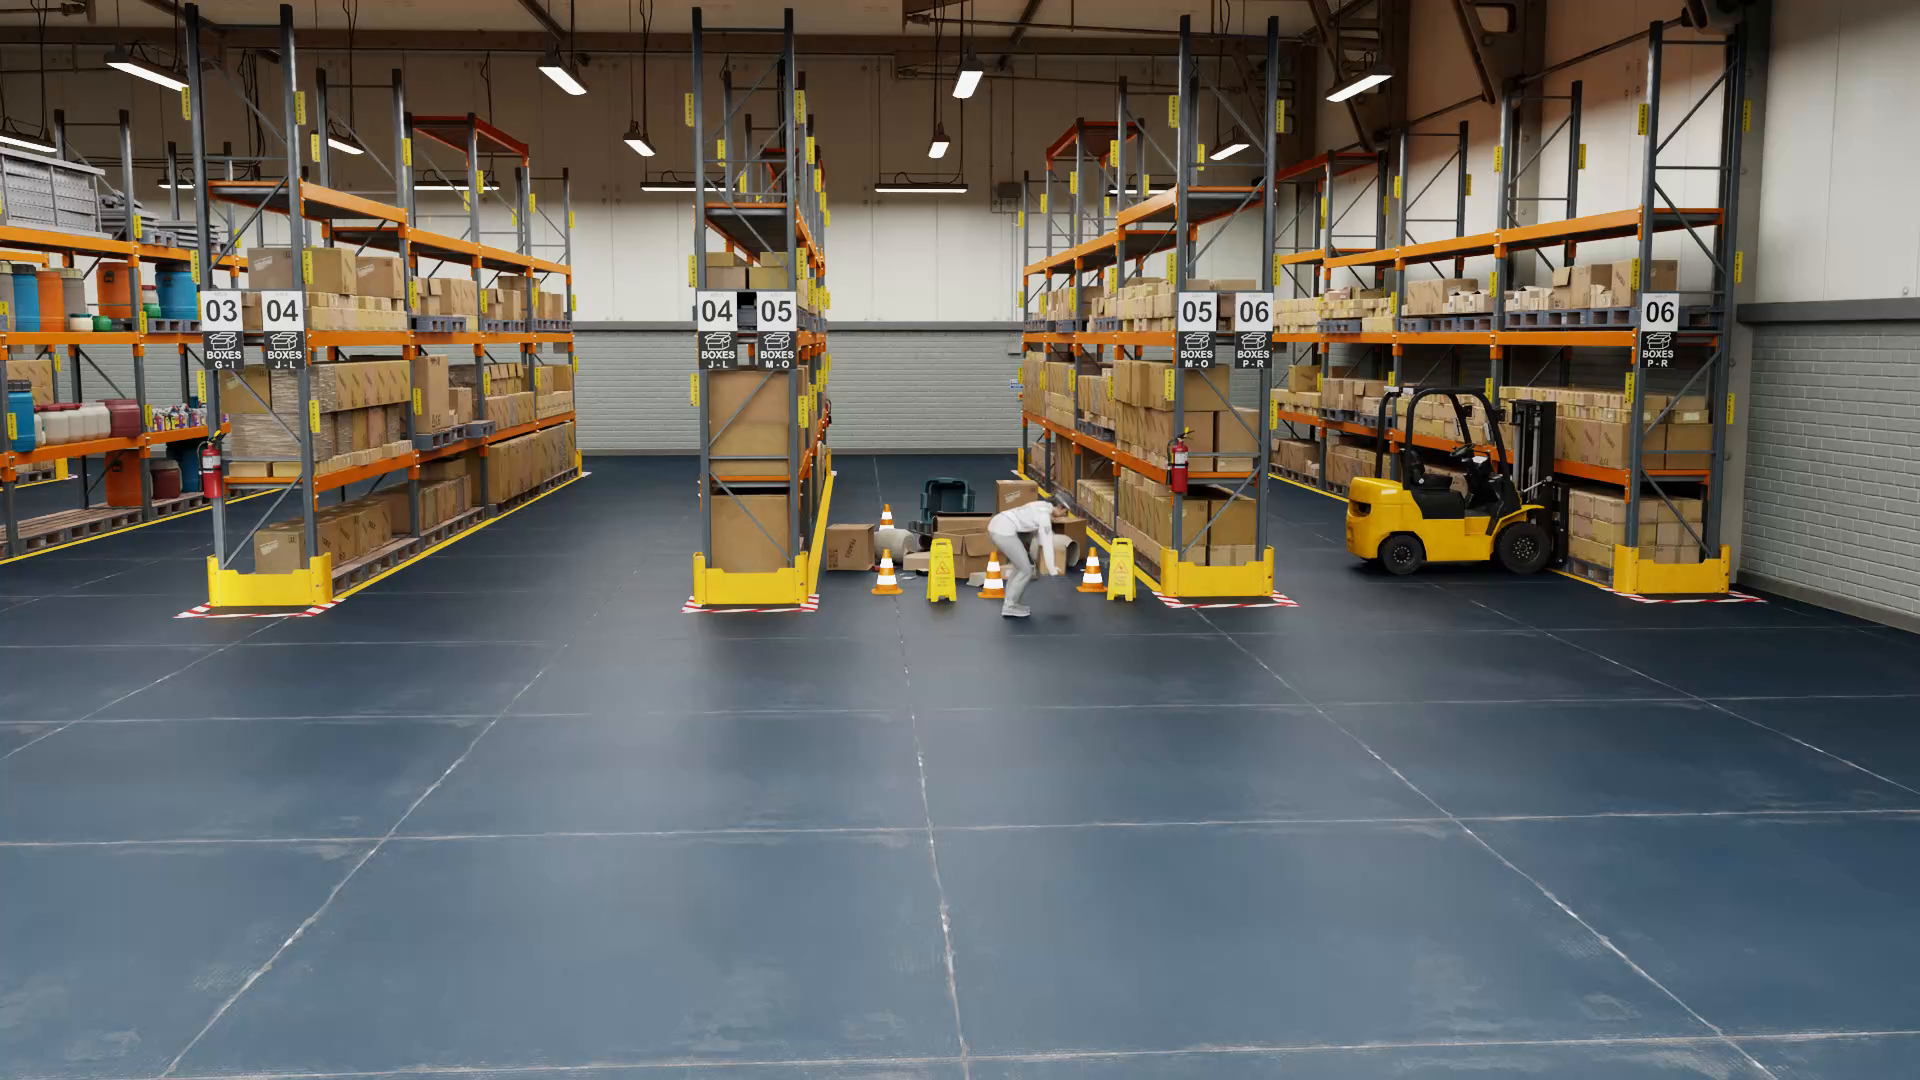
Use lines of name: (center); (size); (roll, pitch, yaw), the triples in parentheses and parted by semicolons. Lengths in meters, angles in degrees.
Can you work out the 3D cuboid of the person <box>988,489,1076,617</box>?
person: (0.723, 0.121, 16.511); (0.895, 1.244, 0.426); (-2, 7, -12)
